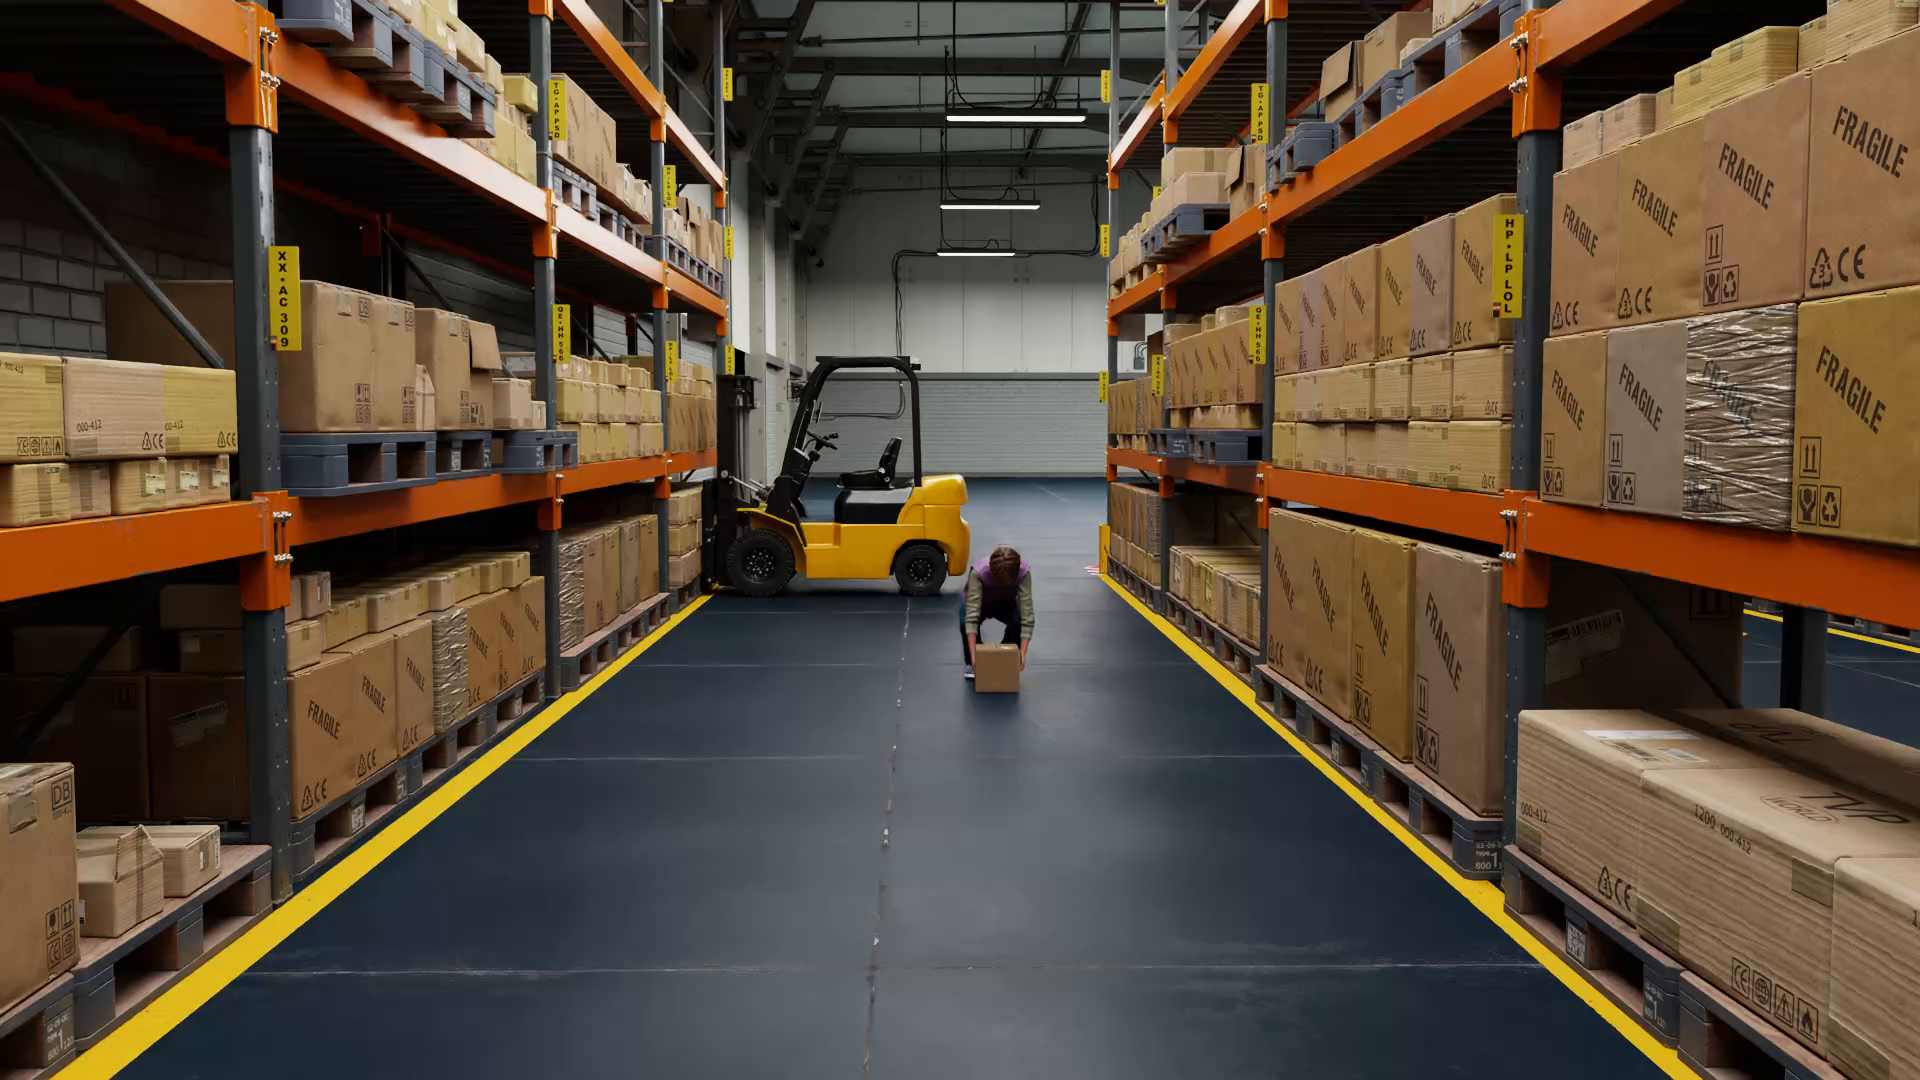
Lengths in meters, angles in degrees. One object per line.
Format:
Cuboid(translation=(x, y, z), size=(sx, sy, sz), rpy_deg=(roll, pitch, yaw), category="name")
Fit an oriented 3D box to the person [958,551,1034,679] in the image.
Cuboid(translation=(0.211, 0.447, 10.014), size=(0.440, 0.808, 0.802), rpy_deg=(0, 4, -1), category="person")
